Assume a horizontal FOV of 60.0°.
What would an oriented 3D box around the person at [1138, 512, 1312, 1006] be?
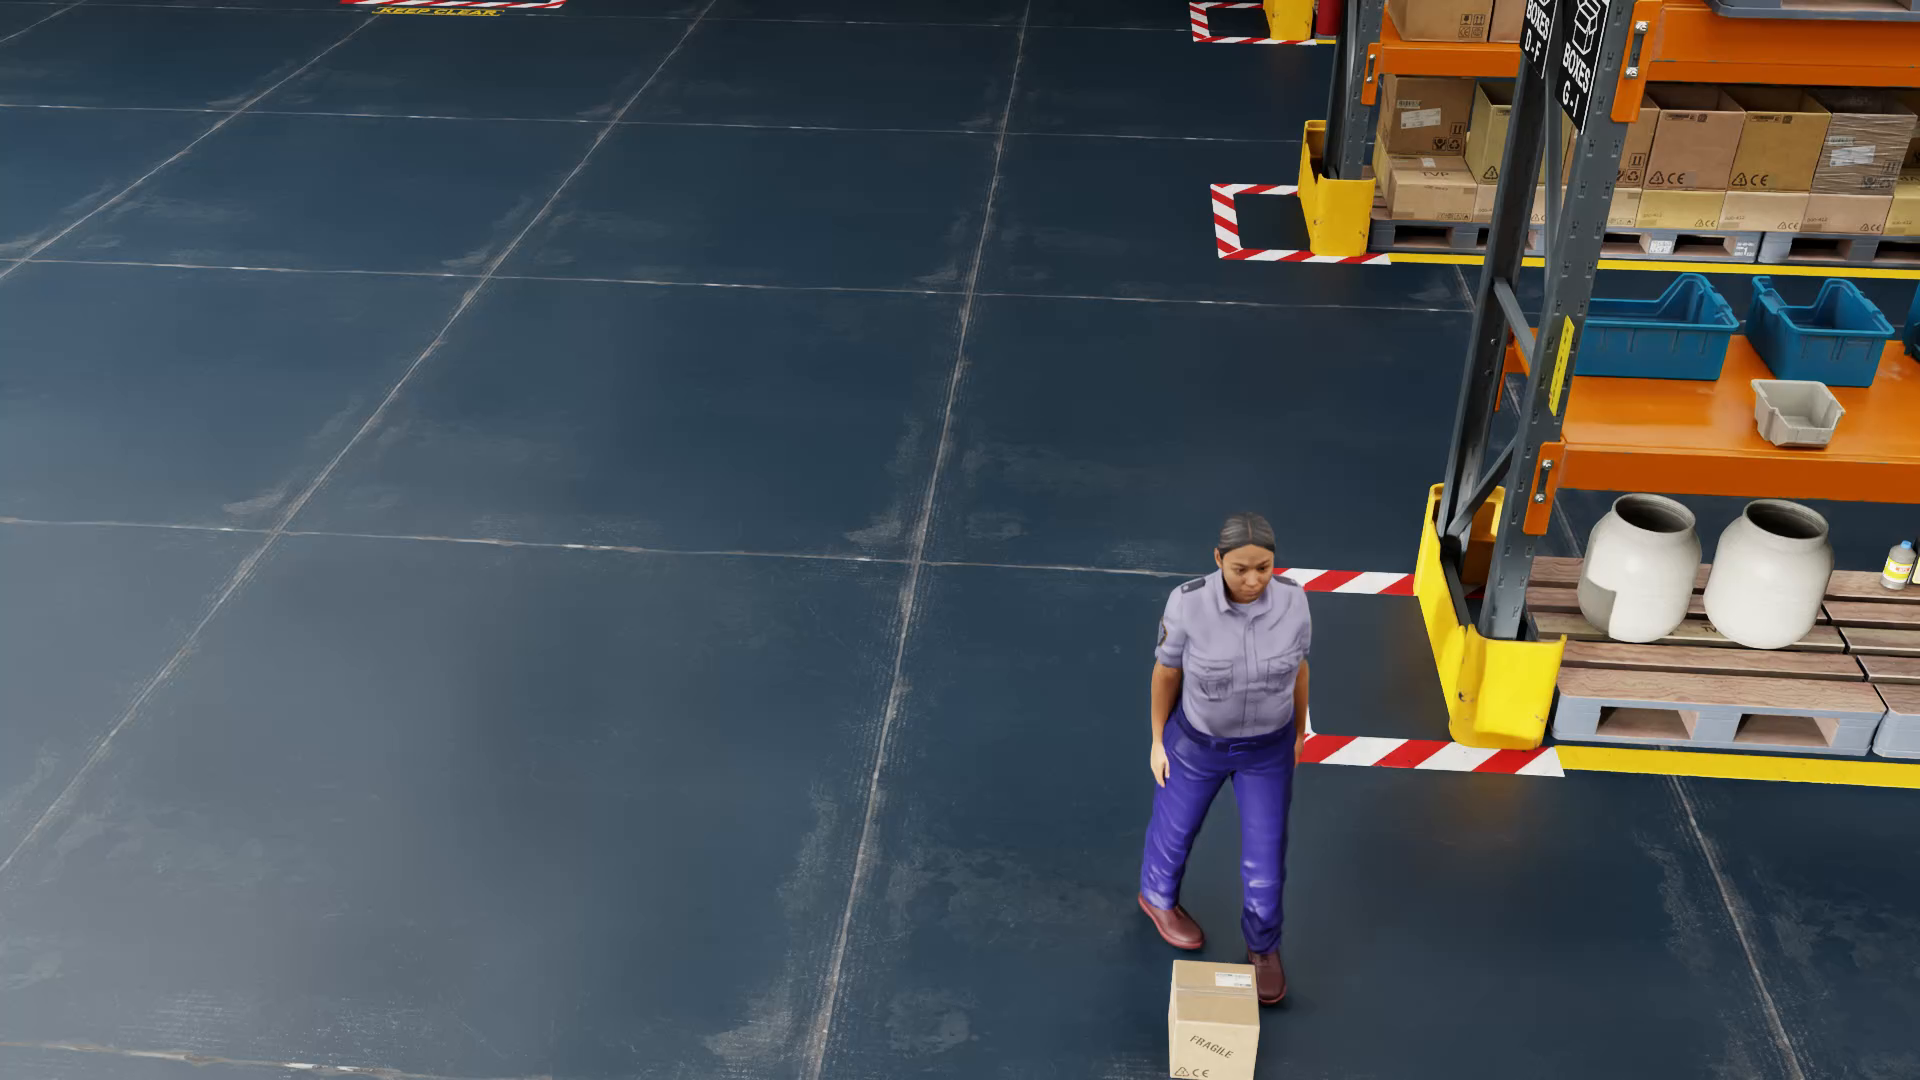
[{"bbox_3d":[0.840,0.665,5.087,0.492,1.648,0.547,-3,32,-5],"label":"person"}]
